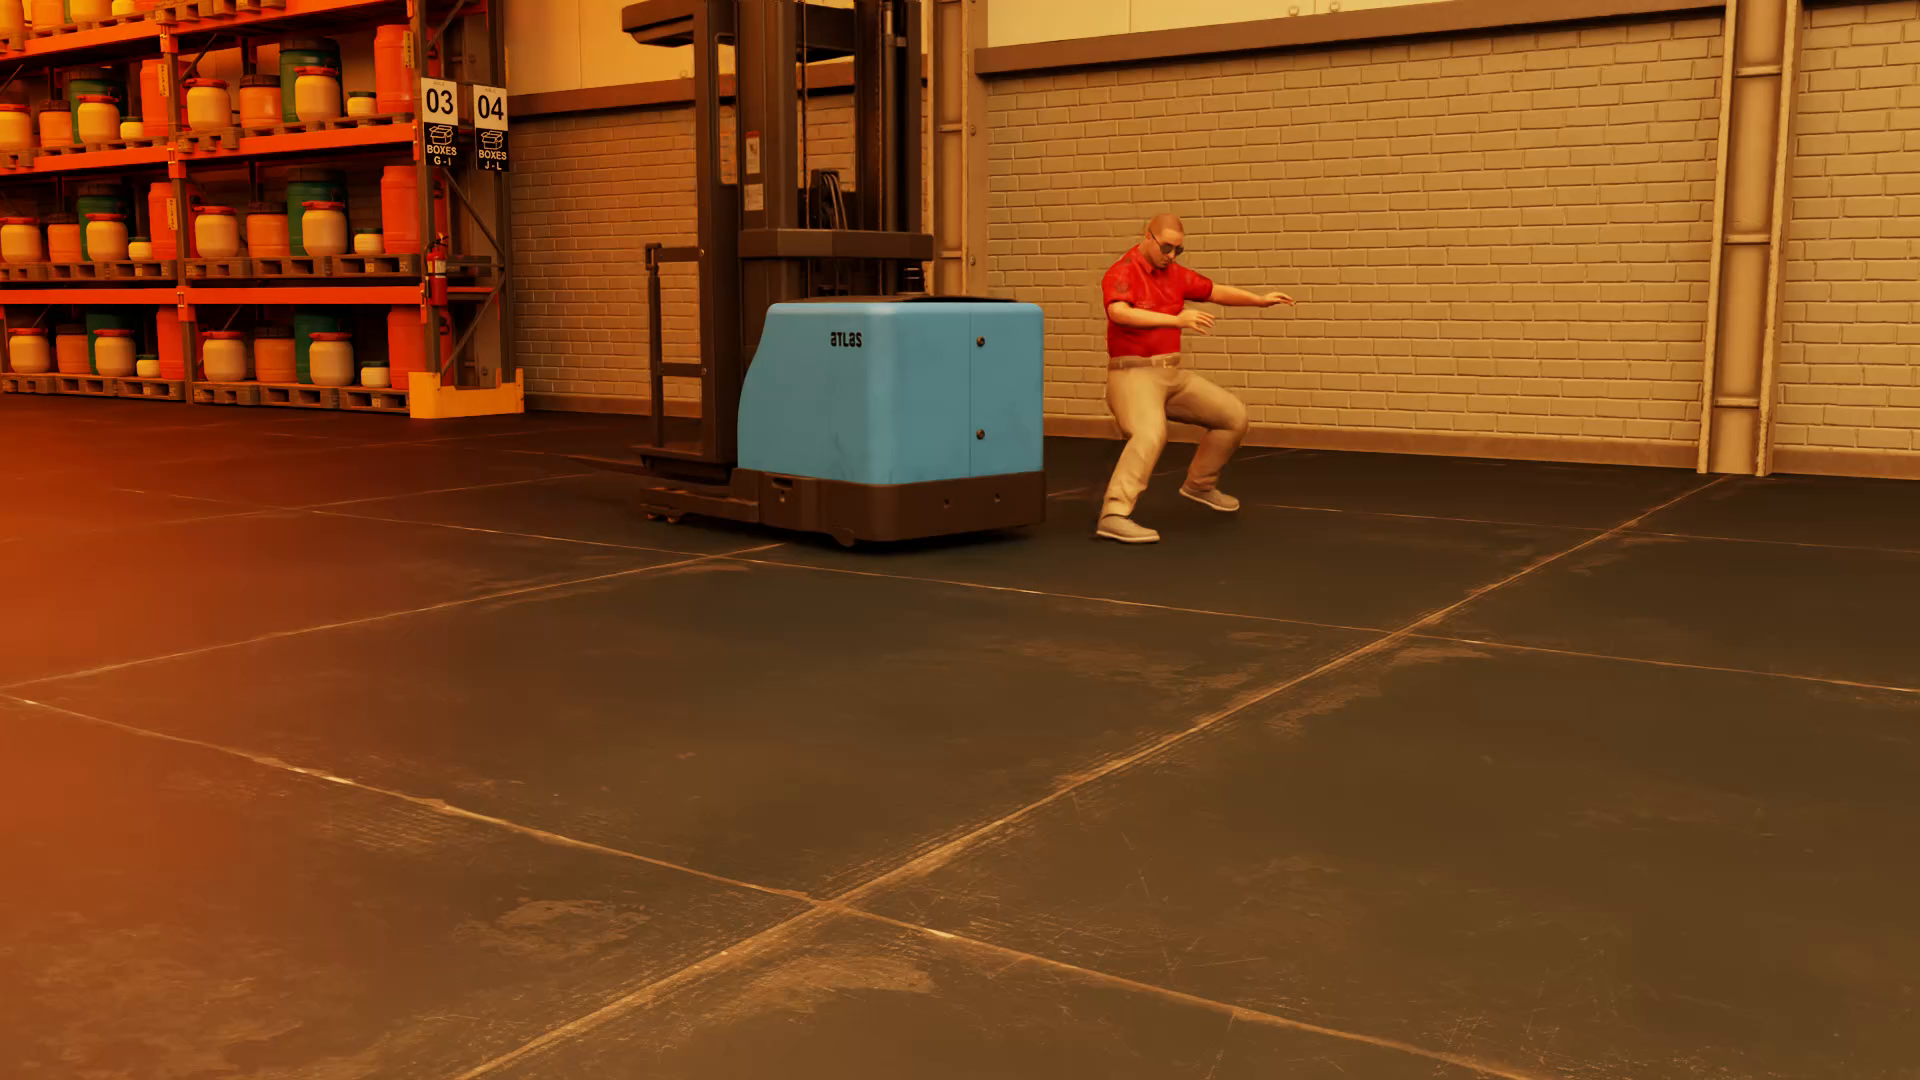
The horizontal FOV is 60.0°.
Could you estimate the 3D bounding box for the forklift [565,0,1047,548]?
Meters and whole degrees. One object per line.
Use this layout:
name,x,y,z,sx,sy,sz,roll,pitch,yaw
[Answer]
forklift,-0.958,-1.575,8.266,1.130,2.935,3.031,-7,11,-41

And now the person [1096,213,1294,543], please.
person,1.051,-0.805,7.942,1.214,1.491,0.672,-7,11,-41
